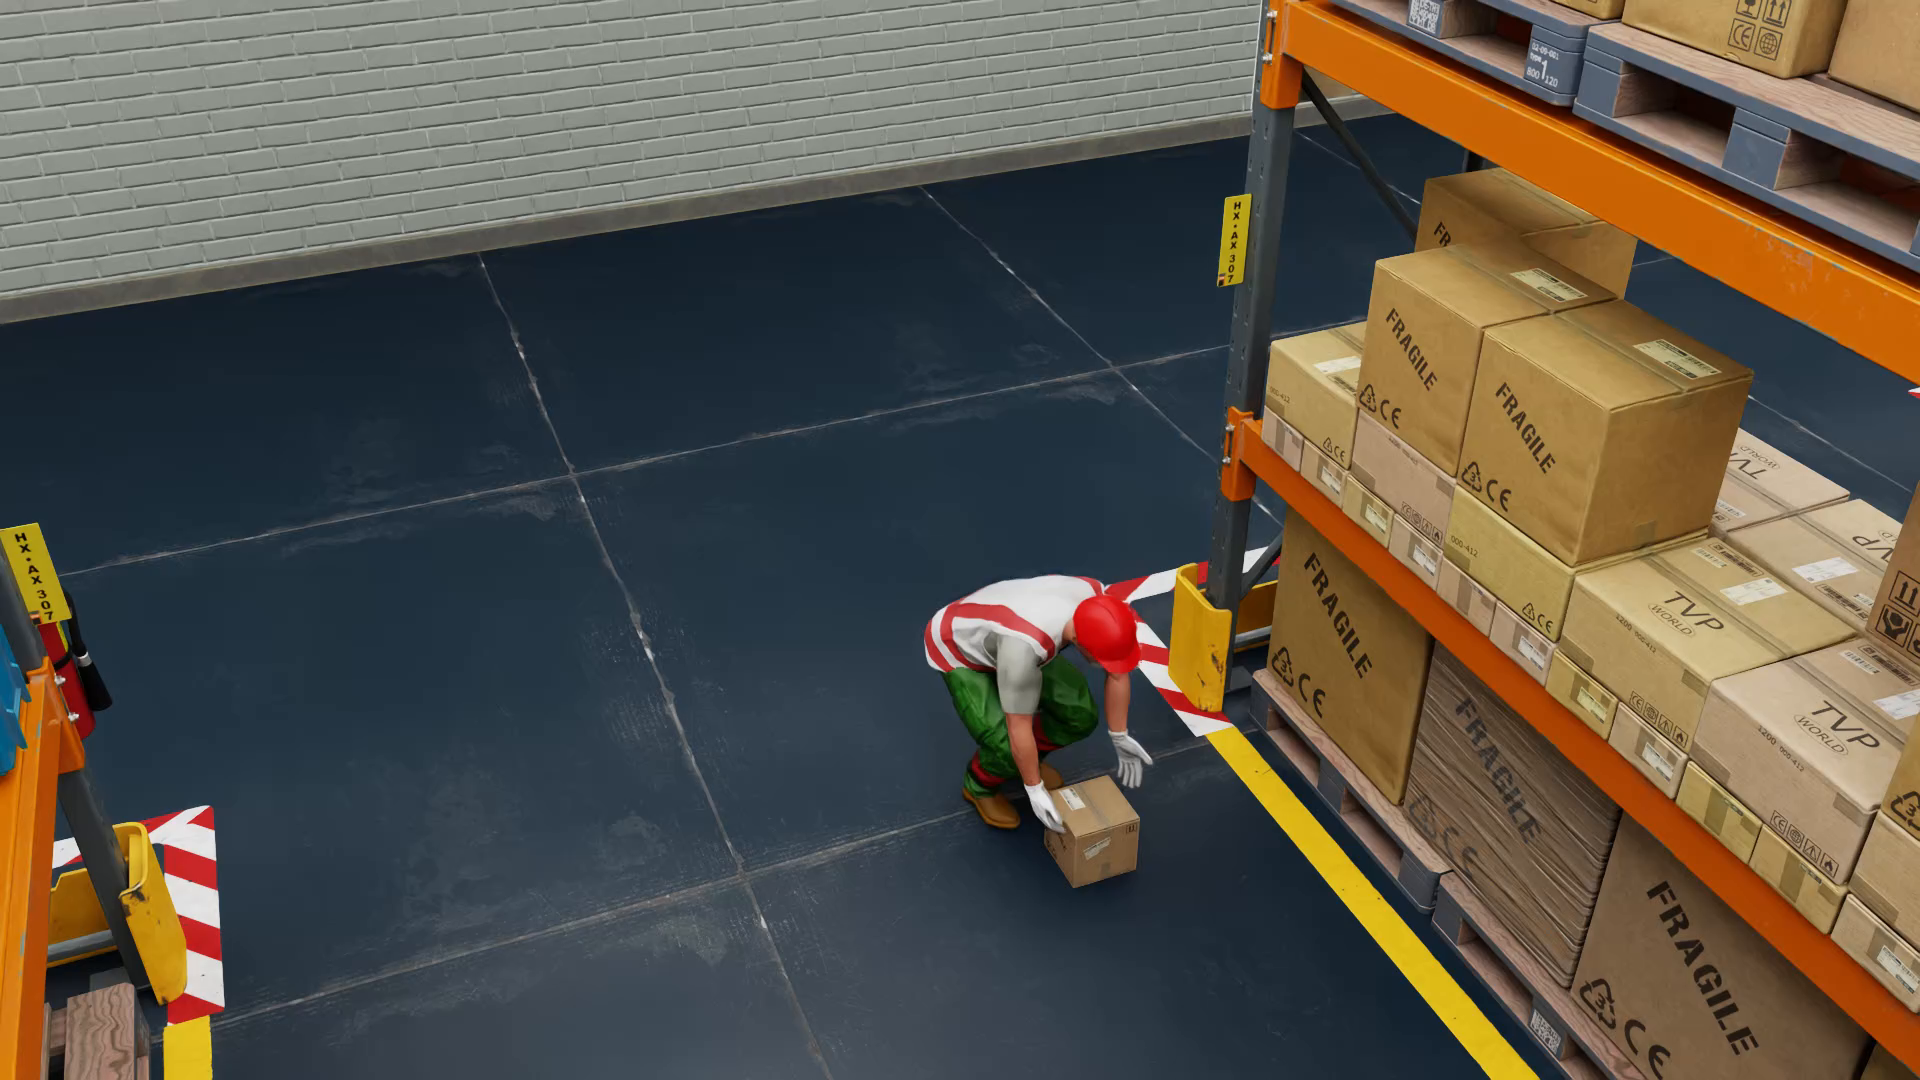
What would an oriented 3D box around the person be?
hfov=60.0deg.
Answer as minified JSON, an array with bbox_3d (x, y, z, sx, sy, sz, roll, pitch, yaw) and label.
[{"bbox_3d":[0.273,0.522,5.960,0.577,1.091,0.866,-23,40,-31],"label":"person"}]
